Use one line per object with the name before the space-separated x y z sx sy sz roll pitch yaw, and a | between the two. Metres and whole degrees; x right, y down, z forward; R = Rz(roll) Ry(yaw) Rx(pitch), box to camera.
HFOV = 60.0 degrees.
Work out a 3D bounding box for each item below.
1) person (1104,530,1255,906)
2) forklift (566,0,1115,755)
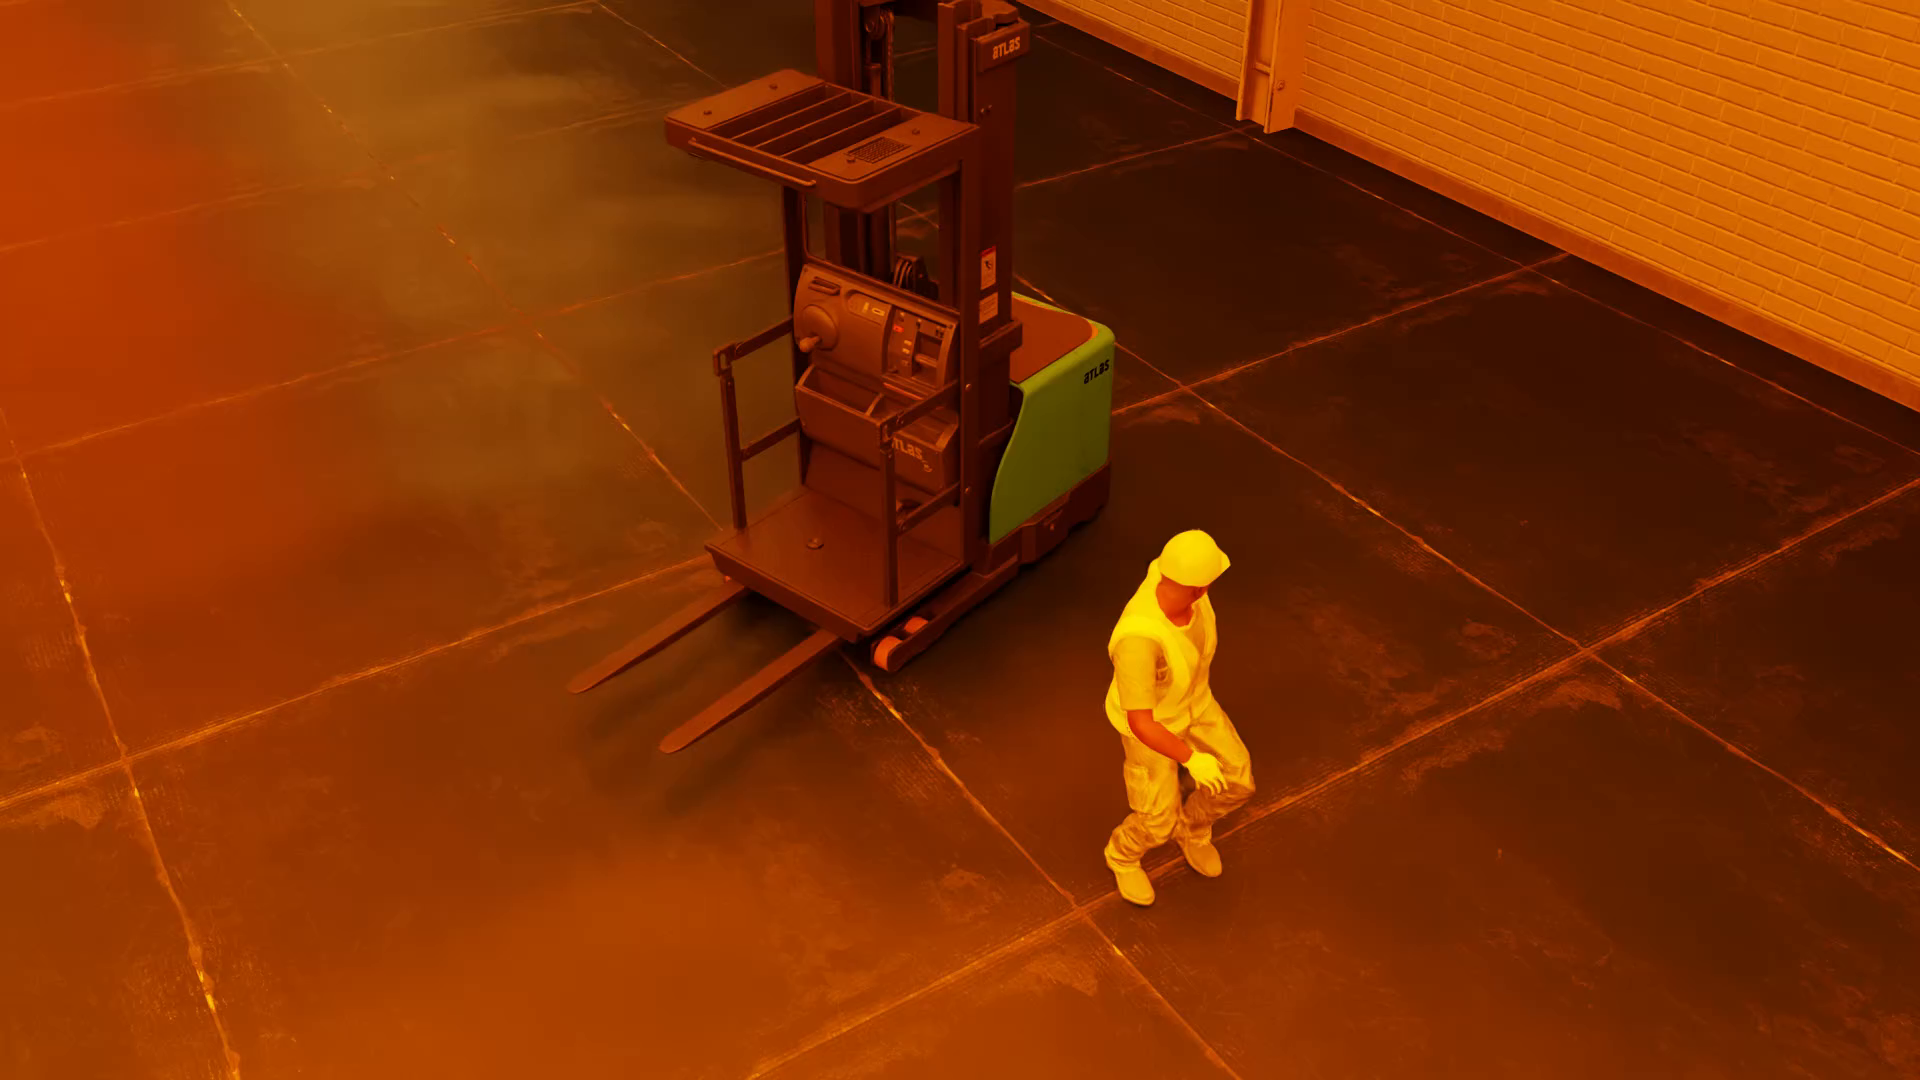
person | 0.795 0.667 6.288 0.740 1.725 0.758 -29 44 -34
forklift | -0.529 -0.906 7.437 1.130 2.935 3.031 25 42 31
